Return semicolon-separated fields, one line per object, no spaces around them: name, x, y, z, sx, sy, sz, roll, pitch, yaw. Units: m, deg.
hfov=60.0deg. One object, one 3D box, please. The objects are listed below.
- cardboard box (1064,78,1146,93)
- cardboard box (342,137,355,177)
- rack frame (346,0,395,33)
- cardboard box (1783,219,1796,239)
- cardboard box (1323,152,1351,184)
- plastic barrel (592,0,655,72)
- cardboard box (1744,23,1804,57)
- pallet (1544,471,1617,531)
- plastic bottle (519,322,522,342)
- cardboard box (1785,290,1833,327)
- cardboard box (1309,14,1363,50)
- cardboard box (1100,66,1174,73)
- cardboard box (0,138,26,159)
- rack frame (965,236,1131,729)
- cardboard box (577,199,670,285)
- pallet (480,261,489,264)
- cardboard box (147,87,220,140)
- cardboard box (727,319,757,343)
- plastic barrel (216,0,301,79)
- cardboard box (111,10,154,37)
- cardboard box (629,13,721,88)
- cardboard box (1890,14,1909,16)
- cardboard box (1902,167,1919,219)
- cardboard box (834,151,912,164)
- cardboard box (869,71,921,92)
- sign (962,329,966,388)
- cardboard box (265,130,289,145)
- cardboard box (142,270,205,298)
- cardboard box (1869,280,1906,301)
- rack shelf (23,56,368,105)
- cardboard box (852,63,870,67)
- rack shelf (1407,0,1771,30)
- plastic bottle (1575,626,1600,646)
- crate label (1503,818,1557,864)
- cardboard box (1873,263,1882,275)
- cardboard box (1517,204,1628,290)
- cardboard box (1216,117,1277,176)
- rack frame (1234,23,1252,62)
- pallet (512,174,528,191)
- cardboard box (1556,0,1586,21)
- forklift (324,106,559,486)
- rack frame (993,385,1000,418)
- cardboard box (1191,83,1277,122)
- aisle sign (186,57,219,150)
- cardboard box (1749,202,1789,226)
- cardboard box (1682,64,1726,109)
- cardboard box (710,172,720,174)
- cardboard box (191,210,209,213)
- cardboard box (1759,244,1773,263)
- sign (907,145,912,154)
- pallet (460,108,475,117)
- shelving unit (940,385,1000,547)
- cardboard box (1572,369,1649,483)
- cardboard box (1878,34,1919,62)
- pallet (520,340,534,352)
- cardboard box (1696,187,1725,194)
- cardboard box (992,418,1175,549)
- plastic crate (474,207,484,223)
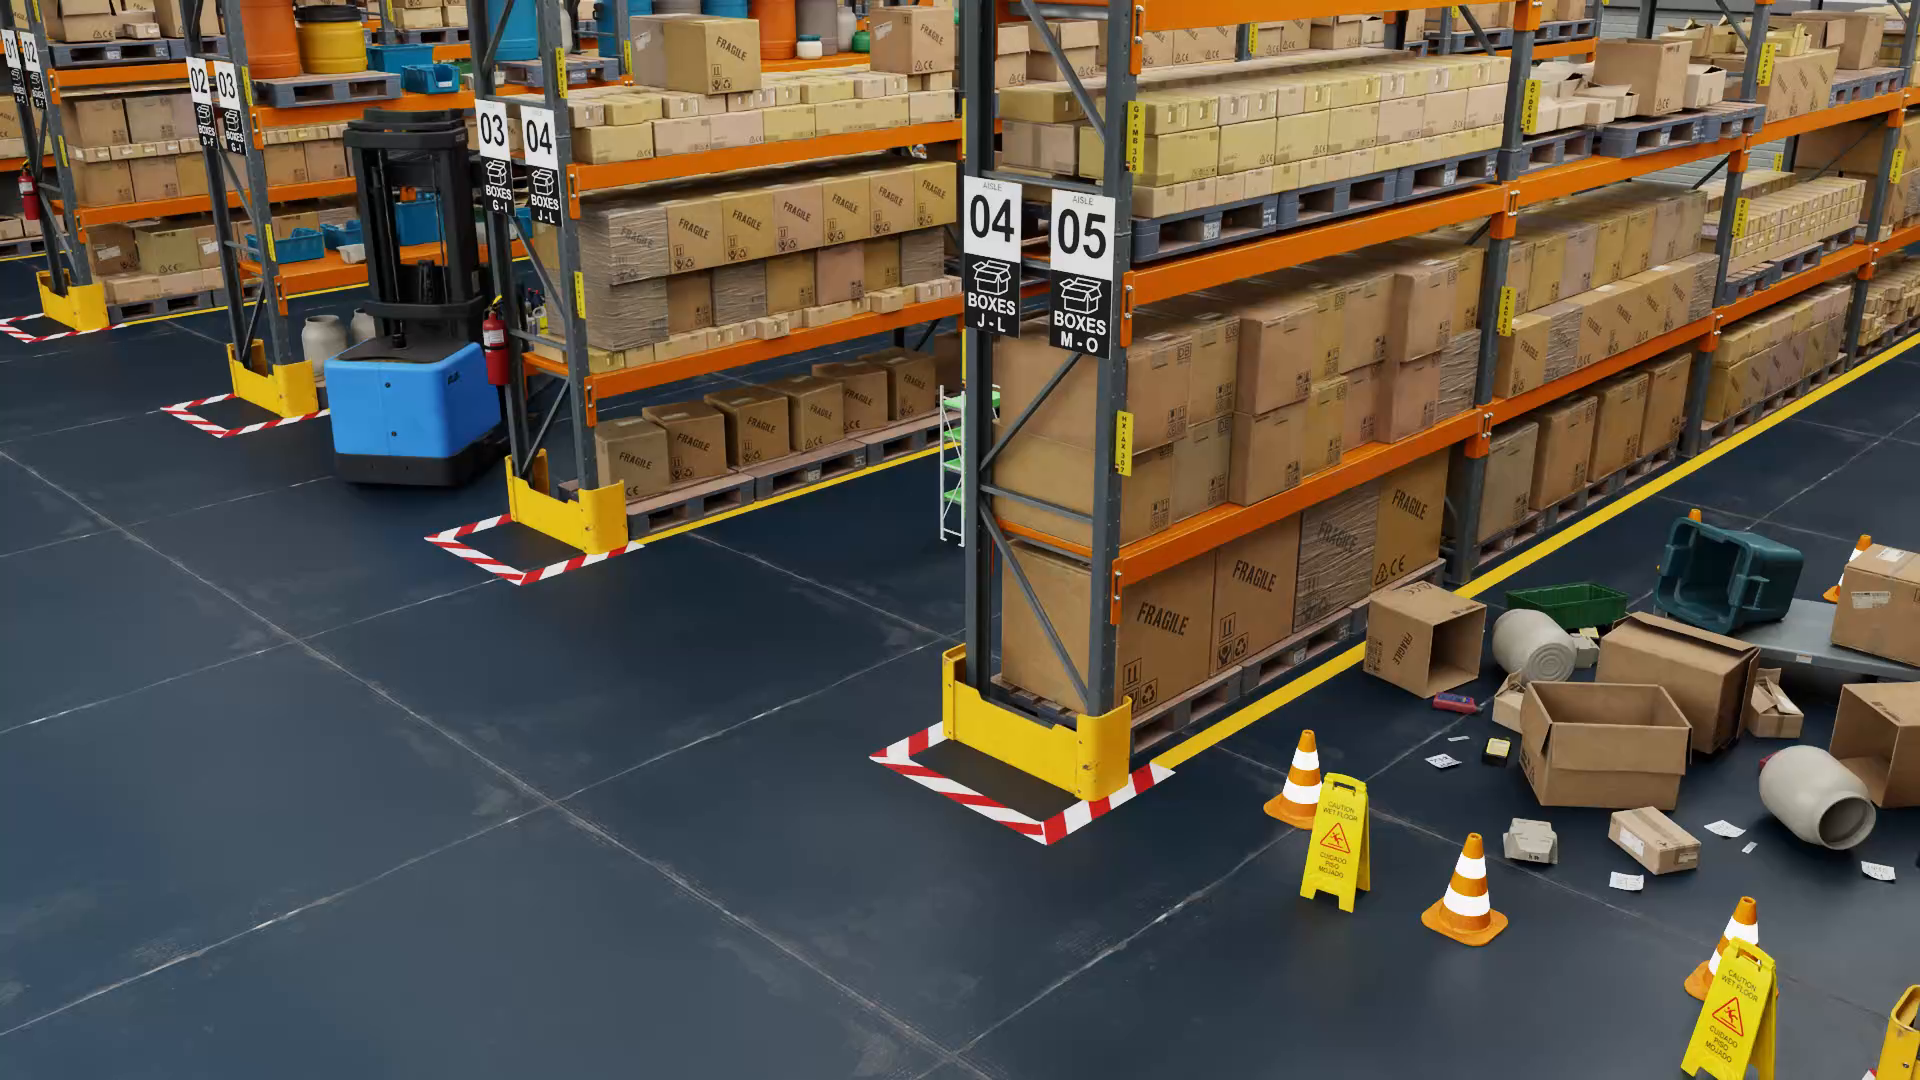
cardboard box;0.775;-2.382;8.924;0.250;0.149;0.380;-20;28;-41
cardboard box;-7.664;-4.890;20.976;0.700;0.500;0.500;18;28;39
rack frame;-7.359;-7.759;20.219;1.000;3.000;0.127;19;28;41
cardboard box;7.388;-2.862;15.191;0.380;0.149;0.250;19;28;40
cardboard box;1.955;-2.106;9.319;0.380;0.149;0.250;20;28;41
plastic barrel;-3.613;-5.537;17.921;0.600;0.901;0.708;19;28;41
cardboard box;6.849;-4.211;13.962;0.396;0.266;0.258;19;28;41
pallet;4.555;-0.442;13.430;1.003;0.211;1.213;19;28;41
plastic bottle;-4.594;-2.169;17.325;0.097;0.201;0.097;0;21;0
cardboard box;8.094;-2.263;16.136;0.500;0.250;0.500;-19;28;-40
cardboard box;3.936;-5.682;18.265;0.797;0.503;0.637;19;28;40
cardboard box;1.682;-4.394;15.854;0.500;0.250;0.500;-19;28;-41
cardboard box;-12.781;-5.292;22.343;0.500;0.250;0.500;18;28;39
rack frame;0.429;-0.183;8.870;1.000;3.000;0.127;19;28;41
cardboard box;-2.475;-2.176;12.107;0.500;0.500;0.500;19;28;41
pallet;-6.873;-3.856;22.314;1.003;0.211;1.213;19;28;41
cardboard box;-9.064;-4.980;19.402;0.700;0.500;0.500;19;28;41
cardboard box;-1.818;-1.670;13.088;0.380;0.149;0.250;19;28;41
plastic barrel;-6.355;-4.643;15.109;0.600;0.830;0.708;19;28;41
cardboard box;-9.535;-5.884;18.950;0.500;0.250;0.500;19;28;41
cardboard box;-2.154;-3.731;12.669;0.500;0.500;0.500;19;28;41
cardboard box;9.525;-5.172;16.624;0.380;0.149;0.250;19;28;40
cardboard box;9.666;-3.646;17.326;0.500;0.500;0.500;19;28;41
cardboard box;-0.760;-3.079;14.456;0.500;0.500;0.500;19;28;41
cardboard box;-0.536;-3.793;13.734;0.380;0.149;0.250;20;28;41
sign;0.050;-0.973;8.982;0.100;0.325;0.005;19;28;41
cardboard box;-8.282;-4.859;19.991;0.250;0.149;0.380;-19;28;-41
cardboard box;-9.270;-3.055;19.589;0.500;0.250;0.500;19;28;41
cardboard box;9.966;-2.698;17.973;0.250;0.149;0.380;-19;28;-41
rack shelf;-8.754;-5.509;19.549;1.077;0.370;4.000;19;28;41
cardboard box;-0.711;-3.988;14.243;0.380;0.149;0.250;18;28;39
rack shelf;4.614;-4.003;12.007;1.077;0.370;4.000;19;28;41
plastic bottle;4.108;0.609;10.904;0.133;0.061;0.283;5;22;13
crate label;2.893;1.525;8.417;0.250;0.136;0.298;5;22;13
cardboard box;10.294;-3.102;19.023;0.250;0.149;0.380;-19;28;-40
cardboard box;4.625;-2.246;12.703;0.700;0.500;0.500;19;28;40
cardboard box;1.303;-2.085;8.708;0.500;0.250;0.500;19;28;40
rack frame;2.526;-6.307;16.441;1.000;3.000;0.127;19;28;41
pallet;-7.516;-6.108;28.172;1.003;0.211;1.213;19;28;41
cardboard box;7.783;-7.106;21.835;0.700;0.500;0.500;17;27;38
forklift;-4.411;-2.297;14.465;1.130;2.935;3.031;3;21;8
rack frame;0.286;-0.665;12.633;0.240;1.200;0.015;19;28;41
cardboard box;1.420;-2.282;8.663;0.380;0.149;0.250;20;28;41
aisle sign;-6.866;-3.959;15.071;0.394;0.787;0.004;19;28;41
cardboard box;7.203;-2.936;14.967;0.250;0.149;0.380;-19;28;-40
cardboard box;5.495;-3.497;12.710;0.500;0.311;0.500;19;28;41
cardboard box;-3.685;-5.207;24.812;0.500;0.500;0.500;18;27;39
cardboard box;-11.263;-4.936;24.570;0.380;0.166;0.250;15;26;34
cardboard box;7.029;-2.591;14.899;0.250;0.149;0.380;-19;28;-40
sign;-0.623;-4.687;20.360;0.100;0.325;0.005;19;28;41
pallet;-8.541;-6.927;26.682;1.213;0.211;1.003;19;28;41
shelving unit;0.115;-0.603;12.470;0.258;1.200;0.503;19;28;41
cardboard box;4.913;-1.026;13.613;0.750;0.750;1.050;-20;28;-41
cardboard box;9.308;-4.895;16.460;0.500;0.250;0.500;-19;28;-40
pallet;-5.162;-1.939;17.326;1.003;0.211;1.213;19;28;41
cardboard box;7.109;-3.235;15.746;0.250;0.149;0.380;-19;28;-40
cardboard box;0.655;-0.360;9.120;0.875;0.550;0.550;19;28;41
plastic crate;-4.962;-3.341;17.381;0.450;0.188;0.662;19;28;41
